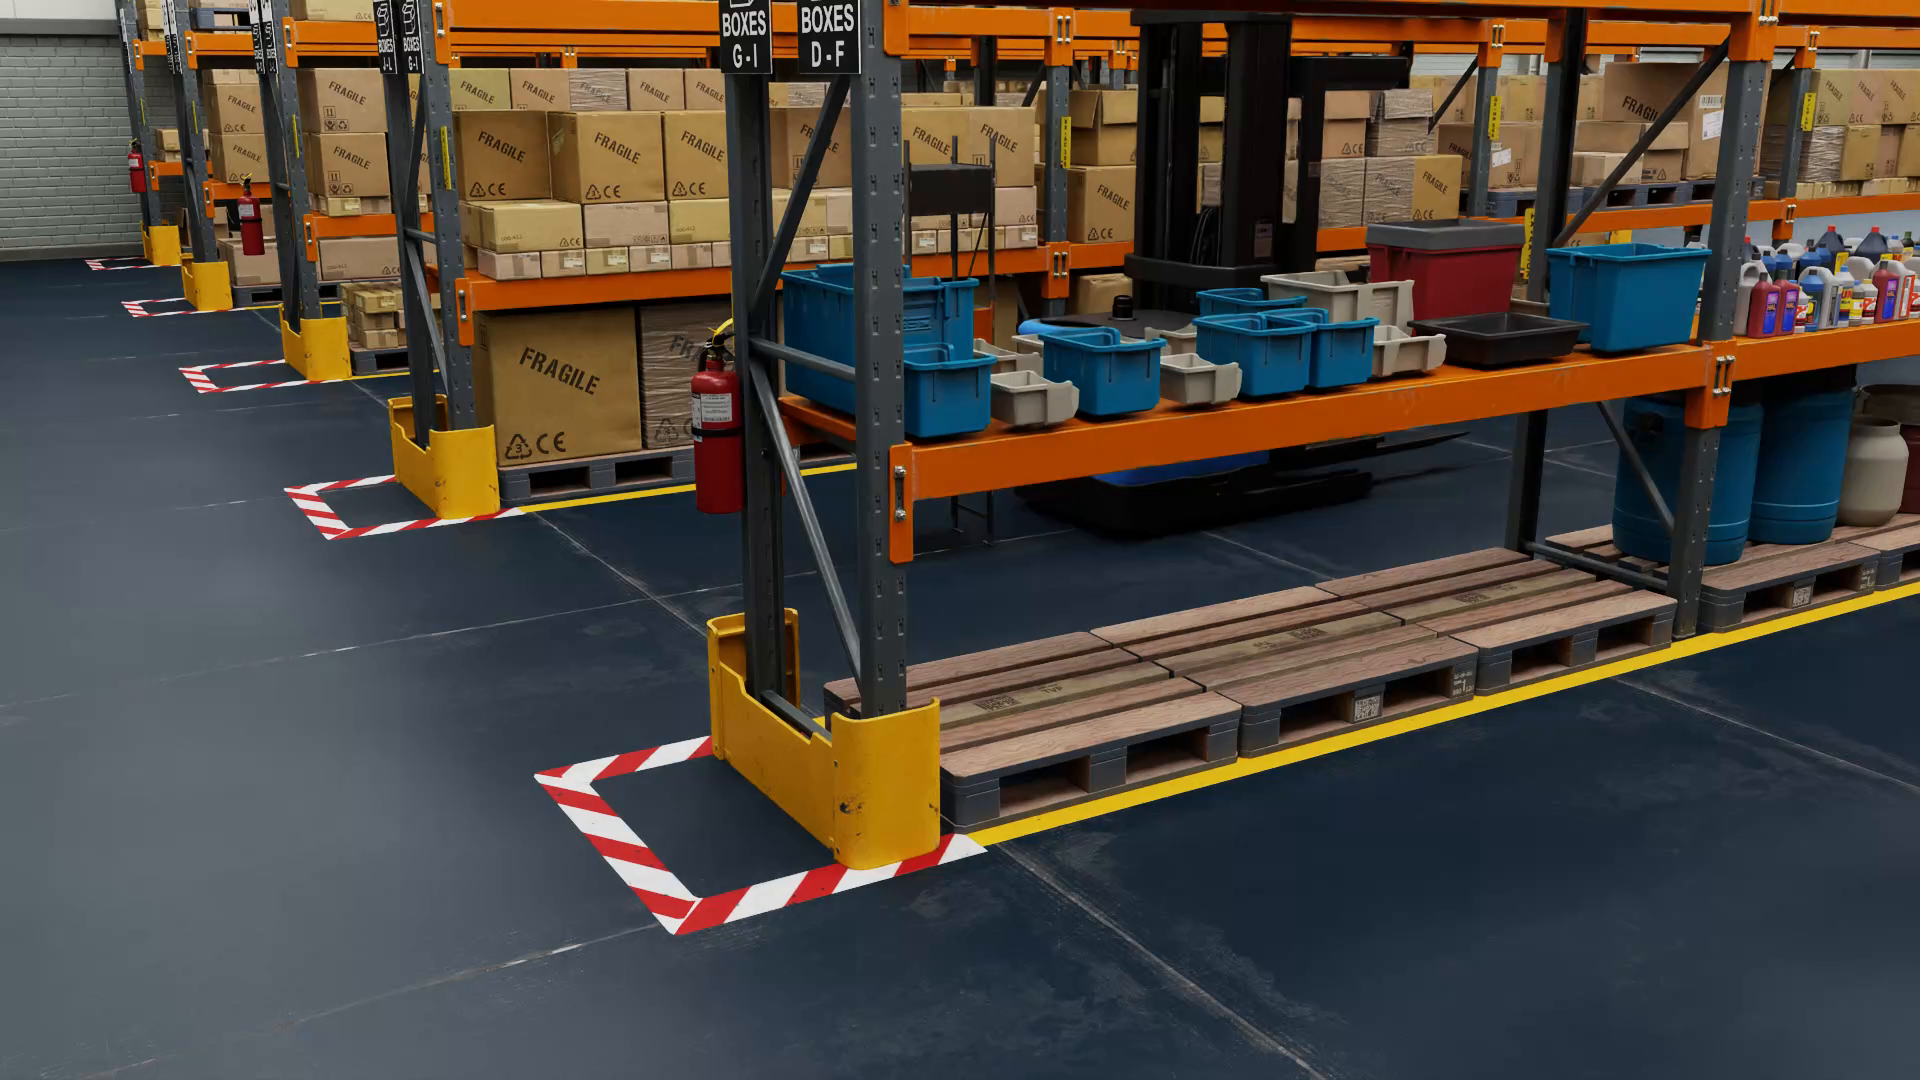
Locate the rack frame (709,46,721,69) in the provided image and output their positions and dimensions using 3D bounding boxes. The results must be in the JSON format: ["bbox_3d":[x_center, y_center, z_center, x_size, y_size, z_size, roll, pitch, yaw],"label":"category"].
[{"bbox_3d":[-2.064,-3.430,15.590,0.127,3.000,1.000,-9,18,-30],"label":"rack frame"}]

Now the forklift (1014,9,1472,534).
[{"bbox_3d":[1.813,-1.730,9.652,3.031,2.935,1.130,-11,19,-33],"label":"forklift"}]

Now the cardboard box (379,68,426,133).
[{"bbox_3d":[-4.542,-3.620,13.677,0.500,0.500,0.500,-9,18,-28],"label":"cardboard box"}]

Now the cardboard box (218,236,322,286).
[{"bbox_3d":[-7.615,-3.089,18.341,0.875,0.438,0.875,-10,18,-32],"label":"cardboard box"}]

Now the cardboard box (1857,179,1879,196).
[{"bbox_3d":[8.466,-3.355,15.788,0.250,0.149,0.380,-9,18,-30],"label":"cardboard box"}]

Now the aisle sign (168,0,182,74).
[{"bbox_3d":[-8.041,-5.180,17.016,0.004,0.787,0.394,-9,18,-30],"label":"aisle sign"}]

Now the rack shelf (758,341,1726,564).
[{"bbox_3d":[1.240,-0.499,6.464,4.000,0.370,1.077,-9,18,-30],"label":"rack shelf"}]

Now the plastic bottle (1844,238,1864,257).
[{"bbox_3d":[4.657,-1.441,8.723,0.135,0.276,0.152,-9,18,-30],"label":"plastic bottle"}]

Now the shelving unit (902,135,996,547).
[{"bbox_3d":[-0.142,-0.988,8.544,0.503,2.100,0.431,-9,18,-30],"label":"shelving unit"}]

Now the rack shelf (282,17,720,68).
[{"bbox_3d":[-3.779,-4.250,14.291,4.000,0.370,1.077,-9,18,-30],"label":"rack shelf"}]

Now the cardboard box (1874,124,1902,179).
[{"bbox_3d":[8.502,-3.775,16.082,0.500,0.500,0.875,-9,18,-30],"label":"cardboard box"}]

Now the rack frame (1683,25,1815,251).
[{"bbox_3d":[7.261,-3.381,15.414,0.127,3.000,1.000,-9,18,-30],"label":"rack frame"}]

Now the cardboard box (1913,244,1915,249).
[{"bbox_3d":[9.651,-2.762,17.057,0.500,0.500,0.500,-4,16,-15],"label":"cardboard box"}]

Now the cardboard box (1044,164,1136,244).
[{"bbox_3d":[0.926,-2.323,11.455,0.500,0.500,0.500,-9,18,-30],"label":"cardboard box"}]

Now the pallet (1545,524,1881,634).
[{"bbox_3d":[3.637,0.122,8.083,1.213,0.211,1.003,-9,18,-30],"label":"pallet"}]

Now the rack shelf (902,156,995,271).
[{"bbox_3d":[-0.142,-1.649,8.359,0.480,0.518,0.431,-9,18,-30],"label":"rack shelf"}]

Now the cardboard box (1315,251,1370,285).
[{"bbox_3d":[2.462,-1.791,12.899,0.875,0.875,1.225,-9,18,-30],"label":"cardboard box"}]

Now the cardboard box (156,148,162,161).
[{"bbox_3d":[-10.543,-5.141,22.157,0.250,0.149,0.380,-9,18,-30],"label":"cardboard box"}]

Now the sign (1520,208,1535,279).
[{"bbox_3d":[2.672,-1.384,7.776,0.005,0.325,0.100,-9,18,-30],"label":"sign"}]

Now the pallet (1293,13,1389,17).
[{"bbox_3d":[2.350,-3.920,12.131,1.213,0.211,1.003,-8,18,-27],"label":"pallet"}]

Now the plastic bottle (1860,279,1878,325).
[{"bbox_3d":[4.141,-1.091,7.613,0.097,0.201,0.097,0,16,0],"label":"plastic bottle"}]

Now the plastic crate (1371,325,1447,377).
[{"bbox_3d":[1.616,-0.713,6.274,0.466,0.136,0.293,-9,18,-30],"label":"plastic crate"}]

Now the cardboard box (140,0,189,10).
[{"bbox_3d":[-10.179,-6.913,21.258,0.500,0.250,0.500,-9,18,-30],"label":"cardboard box"}]

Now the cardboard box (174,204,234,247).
[{"bbox_3d":[-10.115,-4.217,22.243,0.637,0.503,0.797,-10,19,-32],"label":"cardboard box"}]

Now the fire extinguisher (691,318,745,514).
[{"bbox_3d":[-0.838,-0.434,5.736,0.183,0.674,0.296,-9,18,-30],"label":"fire extinguisher"}]

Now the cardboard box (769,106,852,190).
[{"bbox_3d":[-1.009,-2.553,10.799,0.500,0.500,0.500,-10,18,-31],"label":"cardboard box"}]

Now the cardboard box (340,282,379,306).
[{"bbox_3d":[-5.170,-2.123,14.326,0.250,0.149,0.380,-9,18,-29],"label":"cardboard box"}]

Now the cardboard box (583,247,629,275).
[{"bbox_3d":[-2.113,-1.637,9.656,0.250,0.149,0.380,-10,18,-31],"label":"cardboard box"}]

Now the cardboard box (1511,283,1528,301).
[{"bbox_3d":[4.396,-1.931,14.057,0.500,0.500,0.700,-10,19,-33],"label":"cardboard box"}]

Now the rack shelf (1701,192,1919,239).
[{"bbox_3d":[8.975,-3.313,16.502,4.000,0.370,1.077,-9,18,-30],"label":"rack shelf"}]

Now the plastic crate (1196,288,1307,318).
[{"bbox_3d":[1.154,-0.860,6.619,0.300,0.233,0.416,-9,18,-30],"label":"plastic crate"}]

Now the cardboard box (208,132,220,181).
[{"bbox_3d":[-7.852,-4.182,18.087,0.500,0.500,0.500,-9,18,-29],"label":"cardboard box"}]

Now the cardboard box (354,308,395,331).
[{"bbox_3d":[-4.912,-1.861,13.943,0.250,0.149,0.380,-8,18,-27],"label":"cardboard box"}]

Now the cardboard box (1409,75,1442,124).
[{"bbox_3d":[5.127,-5.178,19.546,0.550,0.550,0.875,-9,18,-30],"label":"cardboard box"}]

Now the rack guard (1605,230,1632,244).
[{"bbox_3d":[8.242,-3.898,21.890,0.348,0.500,1.175,-9,18,-30],"label":"rack guard"}]

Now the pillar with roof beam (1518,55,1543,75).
[{"bbox_3d":[14.469,-11.050,31.658,0.400,9.000,9.100,-9,18,-30],"label":"pillar with roof beam"}]

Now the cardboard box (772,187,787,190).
[{"bbox_3d":[-1.431,-2.127,10.668,0.500,0.250,0.500,-9,18,-30],"label":"cardboard box"}]

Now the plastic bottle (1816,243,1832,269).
[{"bbox_3d":[4.416,-1.389,8.547,0.097,0.271,0.097,0,16,0],"label":"plastic bottle"}]

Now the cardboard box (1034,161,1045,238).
[{"bbox_3d":[0.664,-2.445,11.890,0.500,0.500,0.500,-9,18,-30],"label":"cardboard box"}]

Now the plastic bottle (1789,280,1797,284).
[{"bbox_3d":[3.781,-1.081,7.575,0.097,0.201,0.097,0,16,0],"label":"plastic bottle"}]

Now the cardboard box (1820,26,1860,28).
[{"bbox_3d":[7.778,-4.756,15.041,0.500,0.250,0.500,-10,19,-32],"label":"cardboard box"}]

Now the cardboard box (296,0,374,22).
[{"bbox_3d":[-4.977,-4.250,13.234,0.500,0.250,0.500,-8,18,-28],"label":"cardboard box"}]

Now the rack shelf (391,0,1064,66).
[{"bbox_3d":[-1.311,-3.089,10.147,4.000,0.370,1.077,-9,18,-30],"label":"rack shelf"}]

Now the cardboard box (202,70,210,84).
[{"bbox_3d":[-7.925,-4.944,17.750,0.250,0.149,0.380,-9,18,-29],"label":"cardboard box"}]

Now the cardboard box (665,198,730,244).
[{"bbox_3d":[-1.600,-1.931,9.968,0.500,0.250,0.500,-10,18,-32],"label":"cardboard box"}]

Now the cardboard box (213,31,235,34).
[{"bbox_3d":[-9.589,-6.553,21.636,0.250,0.149,0.380,-9,18,-29],"label":"cardboard box"}]

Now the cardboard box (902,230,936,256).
[{"bbox_3d":[-0.350,-1.923,10.676,0.250,0.149,0.380,-9,18,-29],"label":"cardboard box"}]

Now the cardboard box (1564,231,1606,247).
[{"bbox_3d":[7.675,-4.168,21.380,0.875,0.875,0.875,-9,18,-29],"label":"cardboard box"}]

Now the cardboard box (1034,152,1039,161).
[{"bbox_3d":[0.744,-3.823,16.678,0.250,0.149,0.380,-9,18,-29],"label":"cardboard box"}]

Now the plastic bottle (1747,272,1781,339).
[{"bbox_3d":[3.488,-1.019,7.204,0.133,0.283,0.061,-9,18,-30],"label":"plastic bottle"}]

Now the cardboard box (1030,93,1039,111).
[{"bbox_3d":[1.010,-5.810,22.566,0.500,0.500,0.500,-9,18,-28],"label":"cardboard box"}]

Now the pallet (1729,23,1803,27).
[{"bbox_3d":[6.677,-4.674,14.816,1.003,0.211,1.213,-9,18,-30],"label":"pallet"}]

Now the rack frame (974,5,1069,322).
[{"bbox_3d":[0.403,-2.269,11.446,0.127,3.000,1.000,-9,18,-30],"label":"rack frame"}]
